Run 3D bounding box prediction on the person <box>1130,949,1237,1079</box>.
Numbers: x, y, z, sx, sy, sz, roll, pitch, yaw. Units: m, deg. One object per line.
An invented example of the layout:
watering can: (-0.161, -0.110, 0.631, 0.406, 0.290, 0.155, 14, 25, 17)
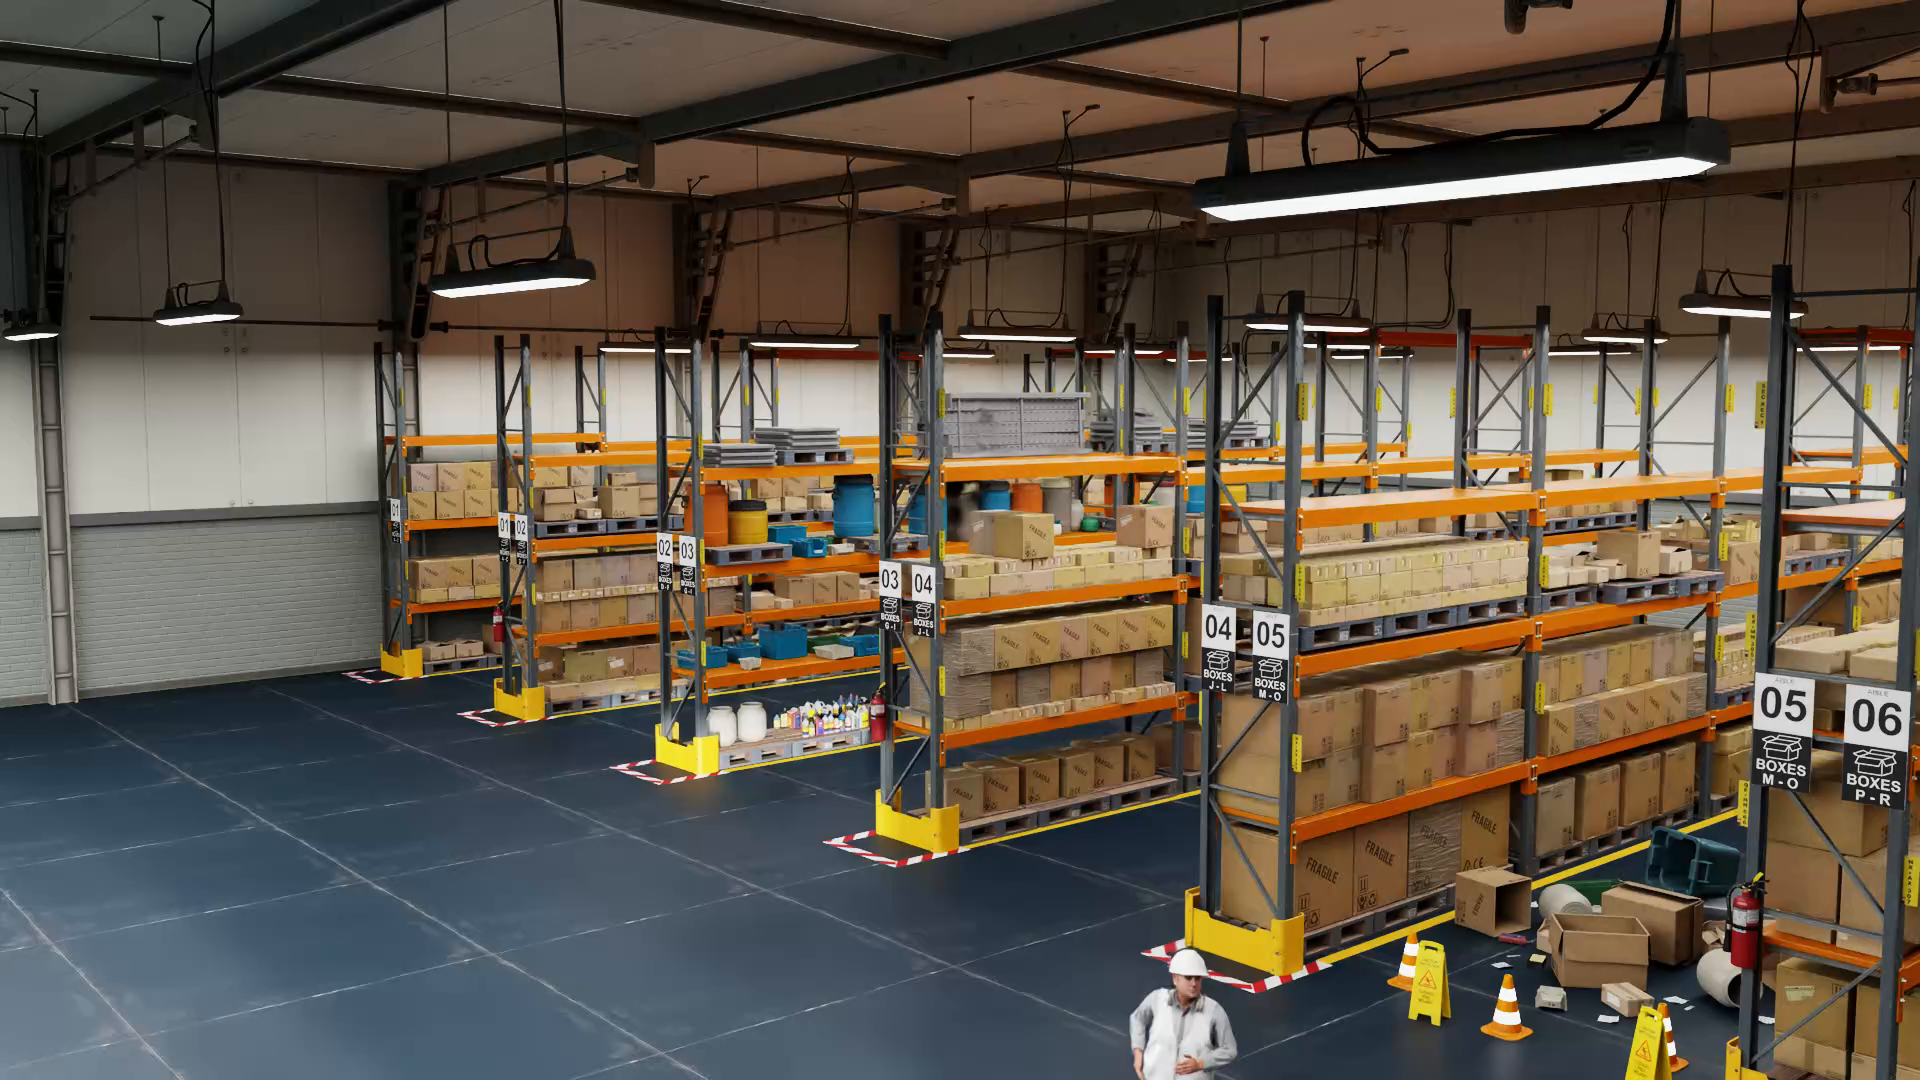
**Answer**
person: (1.366, 3.382, 10.267, 0.680, 1.752, 0.880, 1, 5, 12)
